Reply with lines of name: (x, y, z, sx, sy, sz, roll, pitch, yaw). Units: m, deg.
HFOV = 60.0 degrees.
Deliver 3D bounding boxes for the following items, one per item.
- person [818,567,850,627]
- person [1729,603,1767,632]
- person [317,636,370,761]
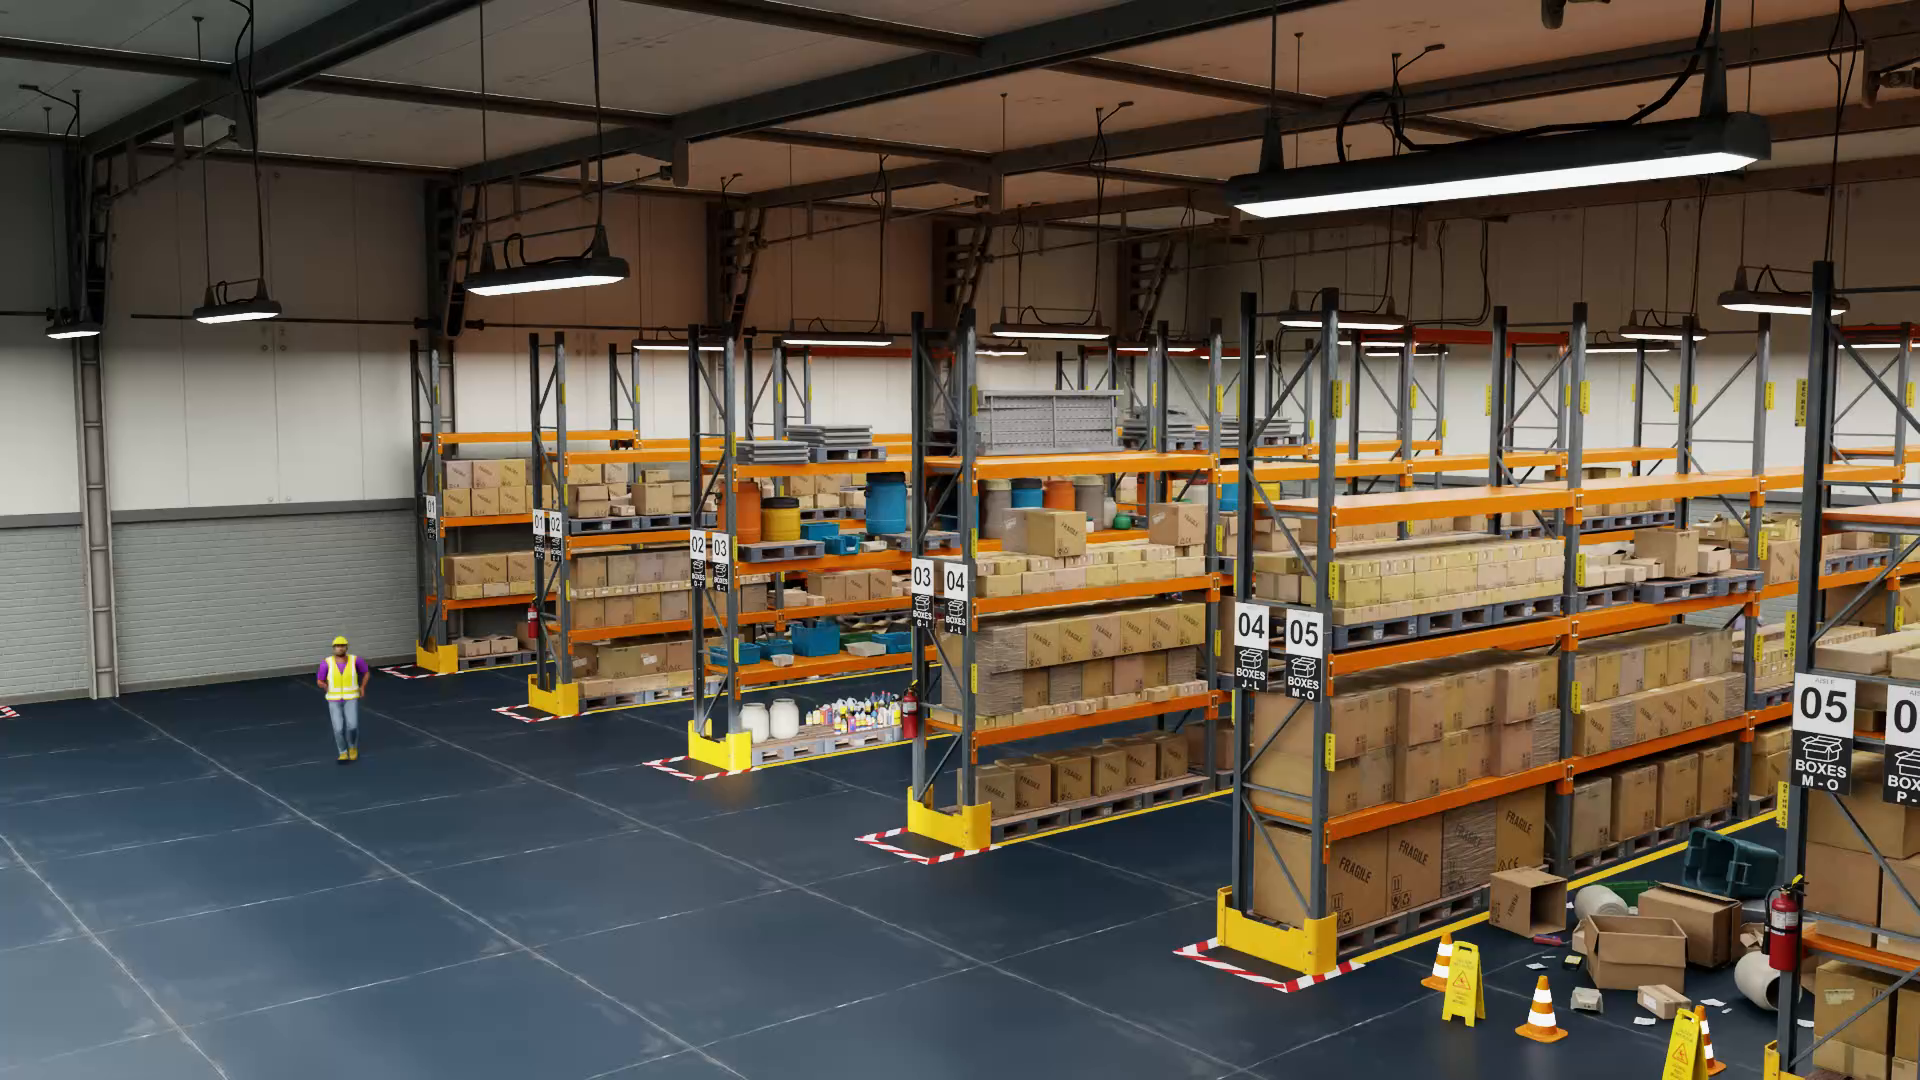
person: (-2.571, 1.209, 33.223, 0.890, 1.728, 0.653, -4, 7, -40)
person: (13.173, 1.809, 27.776, 0.652, 1.620, 0.889, 3, 6, 30)
person: (-8.435, 2.187, 22.752, 0.682, 1.733, 0.617, -2, 6, -17)
